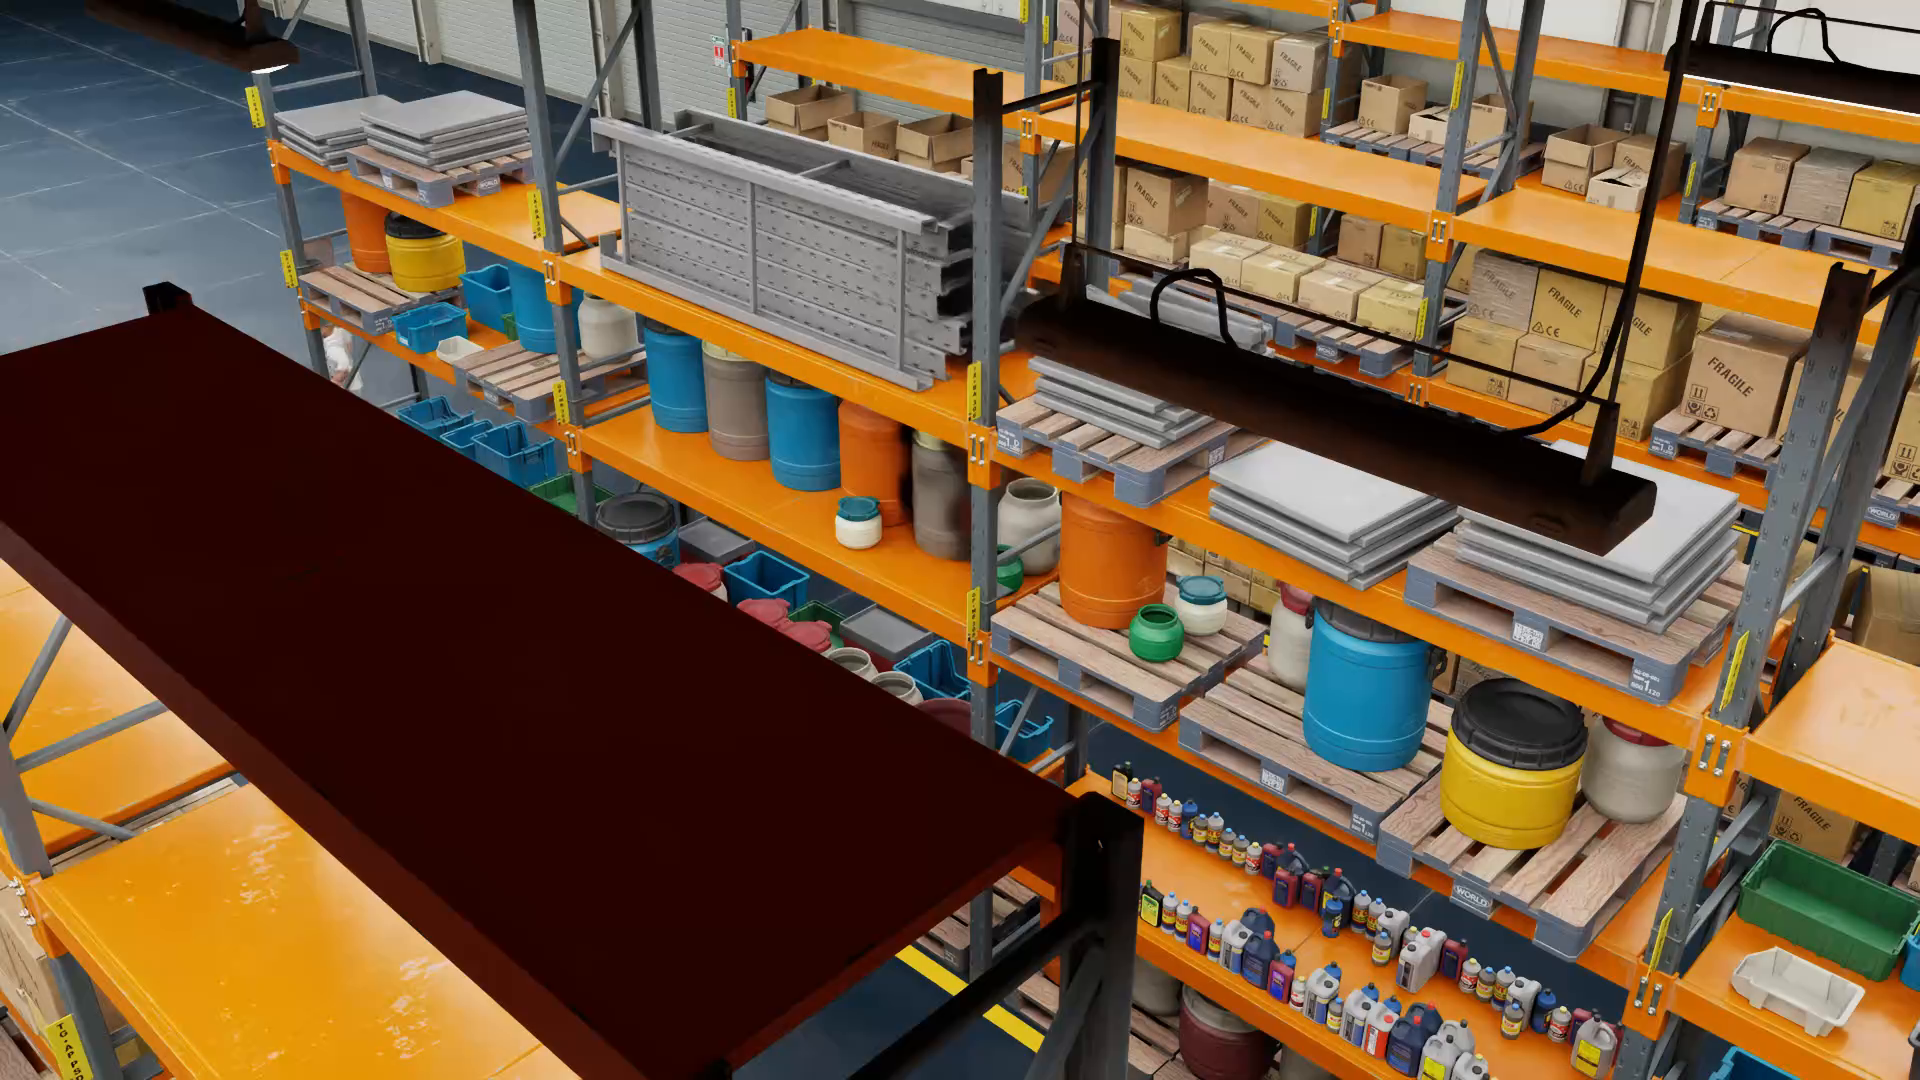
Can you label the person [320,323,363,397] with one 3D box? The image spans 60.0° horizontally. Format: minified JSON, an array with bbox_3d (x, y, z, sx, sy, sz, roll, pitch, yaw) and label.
[{"bbox_3d":[-6.435,-1.607,17.324,0.559,1.733,0.712,-9,30,-15],"label":"person"}]
